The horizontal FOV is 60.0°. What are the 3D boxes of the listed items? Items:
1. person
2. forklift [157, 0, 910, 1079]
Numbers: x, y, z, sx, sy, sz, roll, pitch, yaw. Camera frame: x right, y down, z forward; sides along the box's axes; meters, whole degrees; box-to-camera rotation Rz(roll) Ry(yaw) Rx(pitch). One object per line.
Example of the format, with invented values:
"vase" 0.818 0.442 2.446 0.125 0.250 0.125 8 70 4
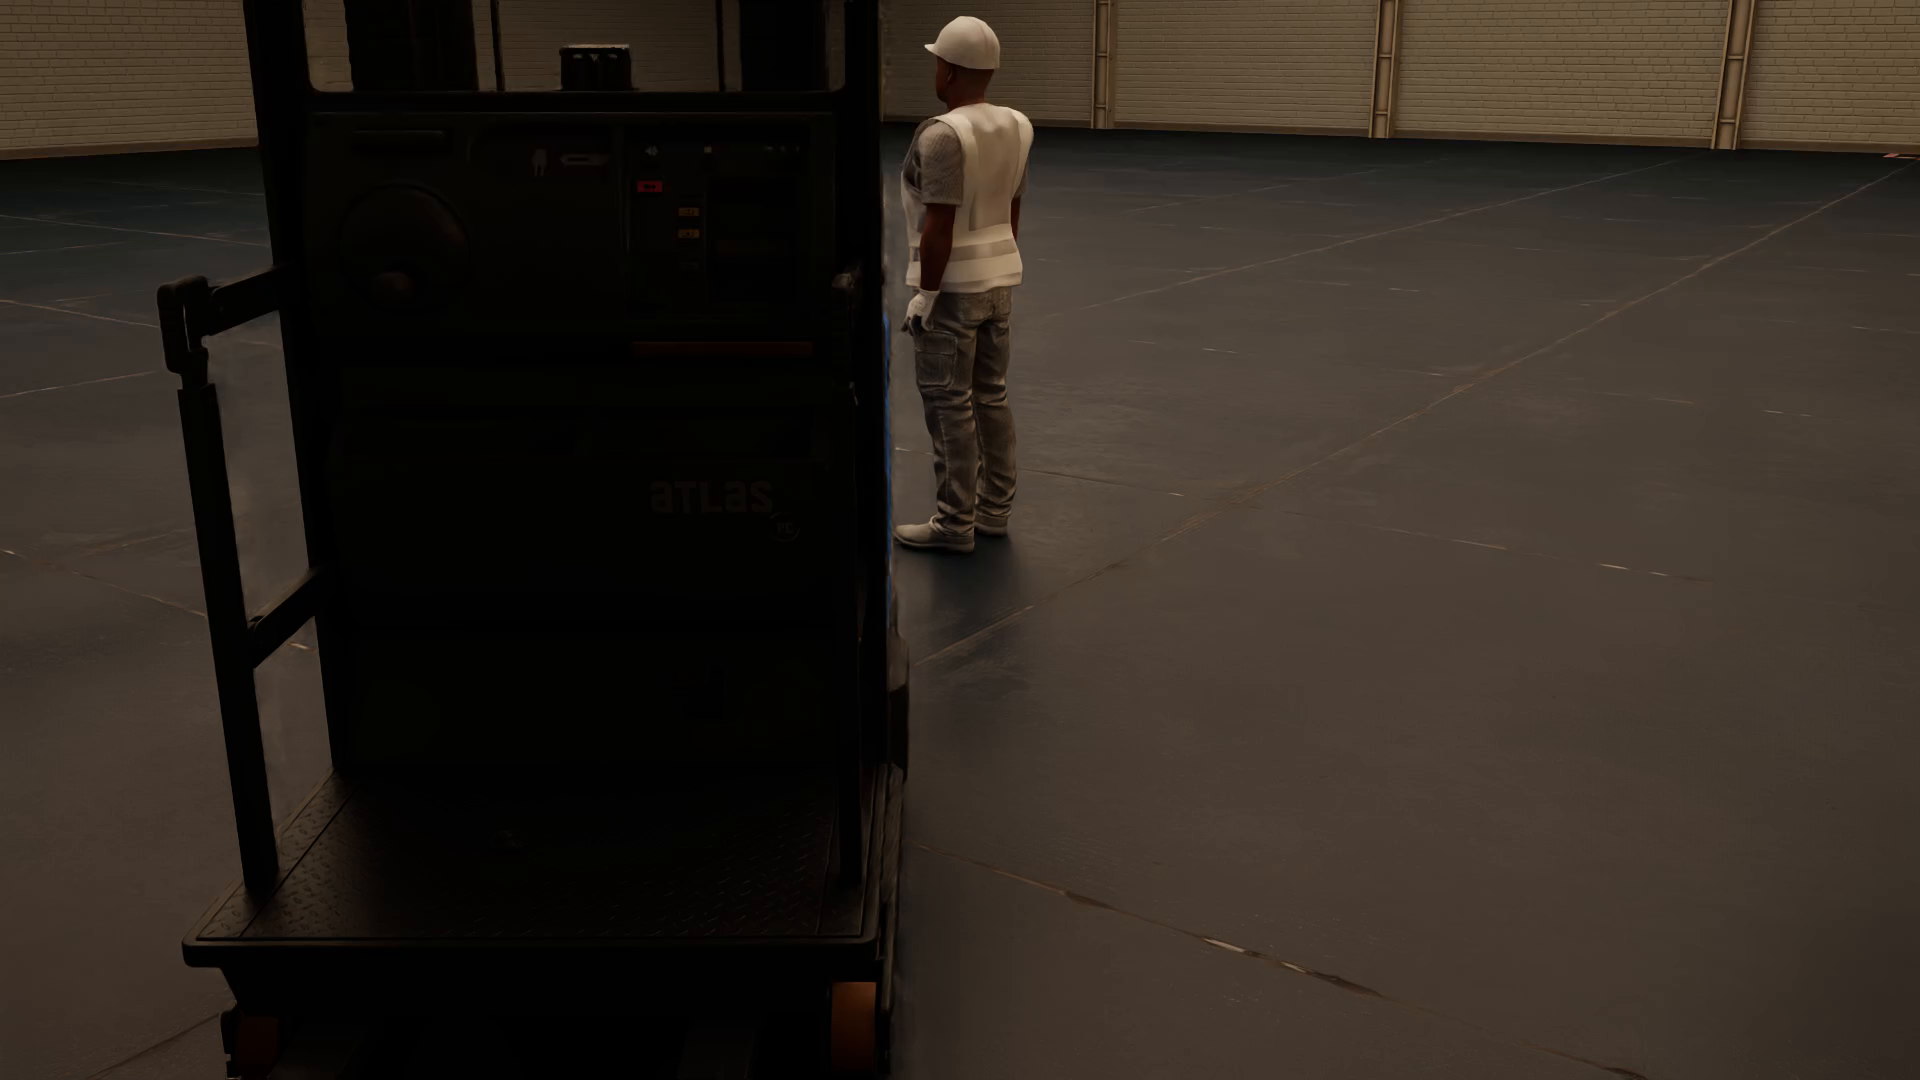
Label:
"person" -0.010 -0.853 5.687 0.382 1.789 0.542 11 20 33
"forklift" -0.679 -0.567 2.729 1.130 2.935 3.031 0 17 0
